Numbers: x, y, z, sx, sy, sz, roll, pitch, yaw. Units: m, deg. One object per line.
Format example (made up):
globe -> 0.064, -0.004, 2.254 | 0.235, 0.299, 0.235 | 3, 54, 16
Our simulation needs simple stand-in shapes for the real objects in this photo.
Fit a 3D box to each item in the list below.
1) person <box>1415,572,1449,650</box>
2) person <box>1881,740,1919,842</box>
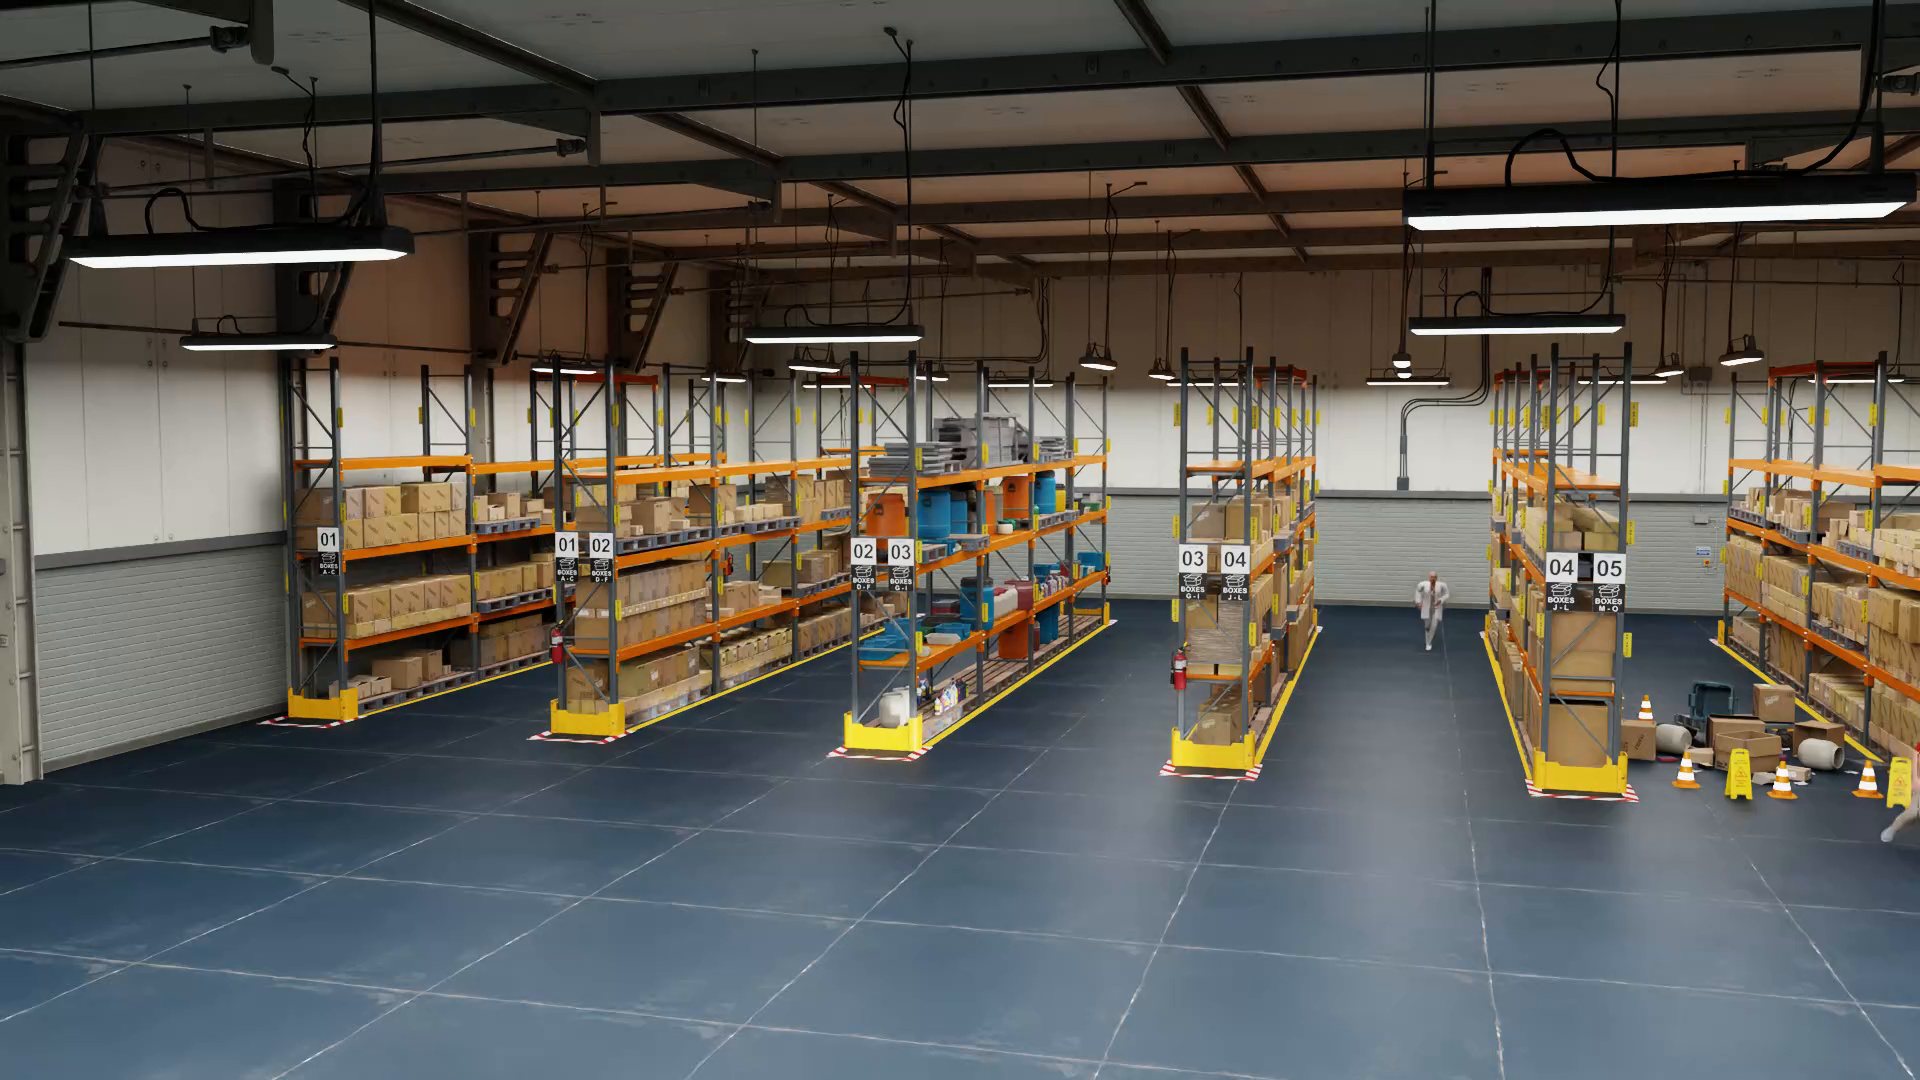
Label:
person -> 10.228, 1.522, 36.057 | 0.696, 1.711, 0.793 | 1, 4, 10
person -> 11.145, 2.760, 19.144 | 0.835, 1.650, 0.635 | 1, 4, 7
